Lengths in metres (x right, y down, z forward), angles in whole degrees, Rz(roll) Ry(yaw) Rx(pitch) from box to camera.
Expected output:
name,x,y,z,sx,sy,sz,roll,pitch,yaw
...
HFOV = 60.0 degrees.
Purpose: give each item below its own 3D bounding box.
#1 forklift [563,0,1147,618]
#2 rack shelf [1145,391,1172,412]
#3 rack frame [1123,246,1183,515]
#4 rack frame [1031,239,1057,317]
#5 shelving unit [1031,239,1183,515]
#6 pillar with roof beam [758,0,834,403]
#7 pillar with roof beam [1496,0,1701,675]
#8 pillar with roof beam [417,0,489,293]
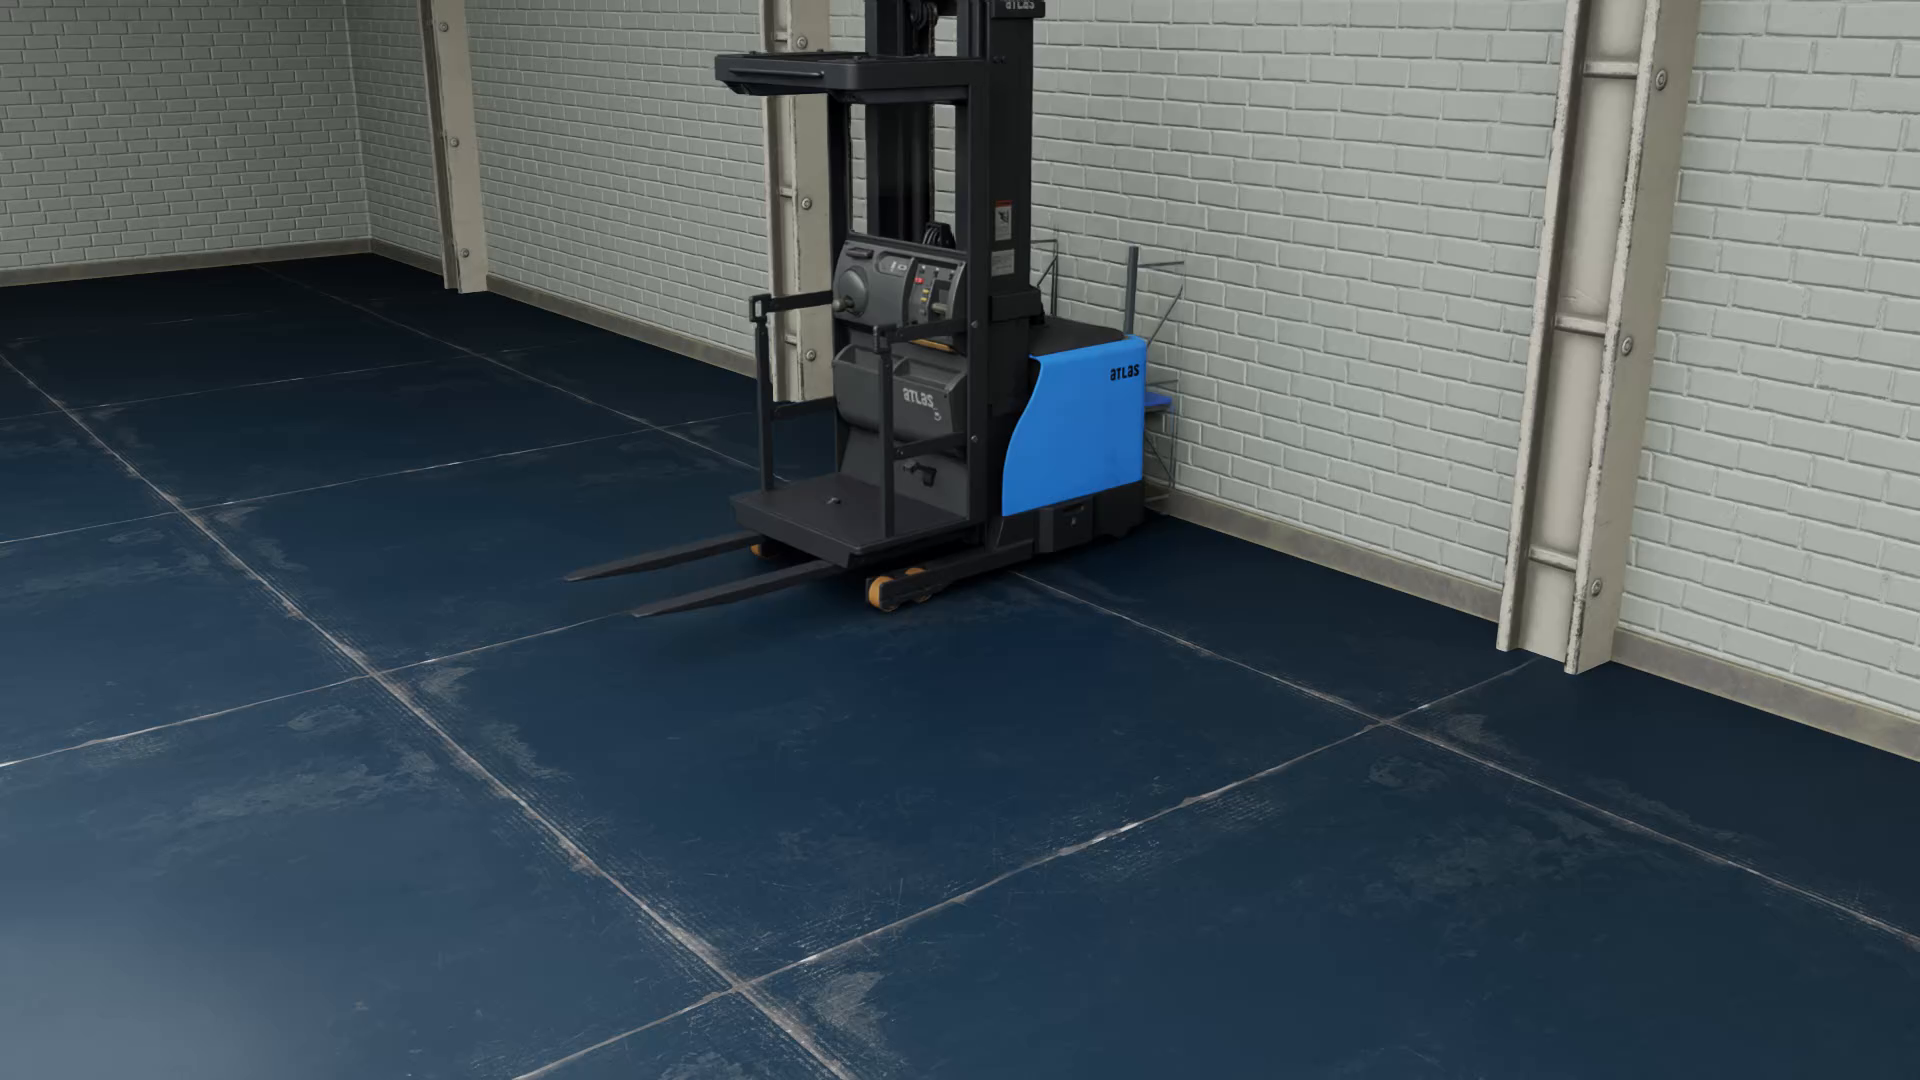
name,x,y,z,sx,sy,sz,roll,pitch,yaw
forklift,-0.459,-1.240,7.943,3.031,2.935,1.130,-15,24,-38
rack shelf,0.700,-0.786,9.362,0.538,0.185,1.000,-12,22,-40
rack frame,1.041,-0.835,8.947,0.500,1.500,0.032,-12,22,-40
rack frame,0.373,-1.082,9.674,0.500,1.500,0.032,-12,22,-40
shelving unit,0.707,-0.959,9.311,0.538,1.500,1.048,-12,22,-40
pillar with roof beam,-4.472,-4.411,7.867,9.100,9.000,0.400,-14,23,-36
pillar with roof beam,-0.746,-2.932,3.402,9.100,9.000,0.400,-14,23,-36
pillar with roof beam,-8.197,-5.889,12.332,9.100,9.000,0.400,-14,23,-36
